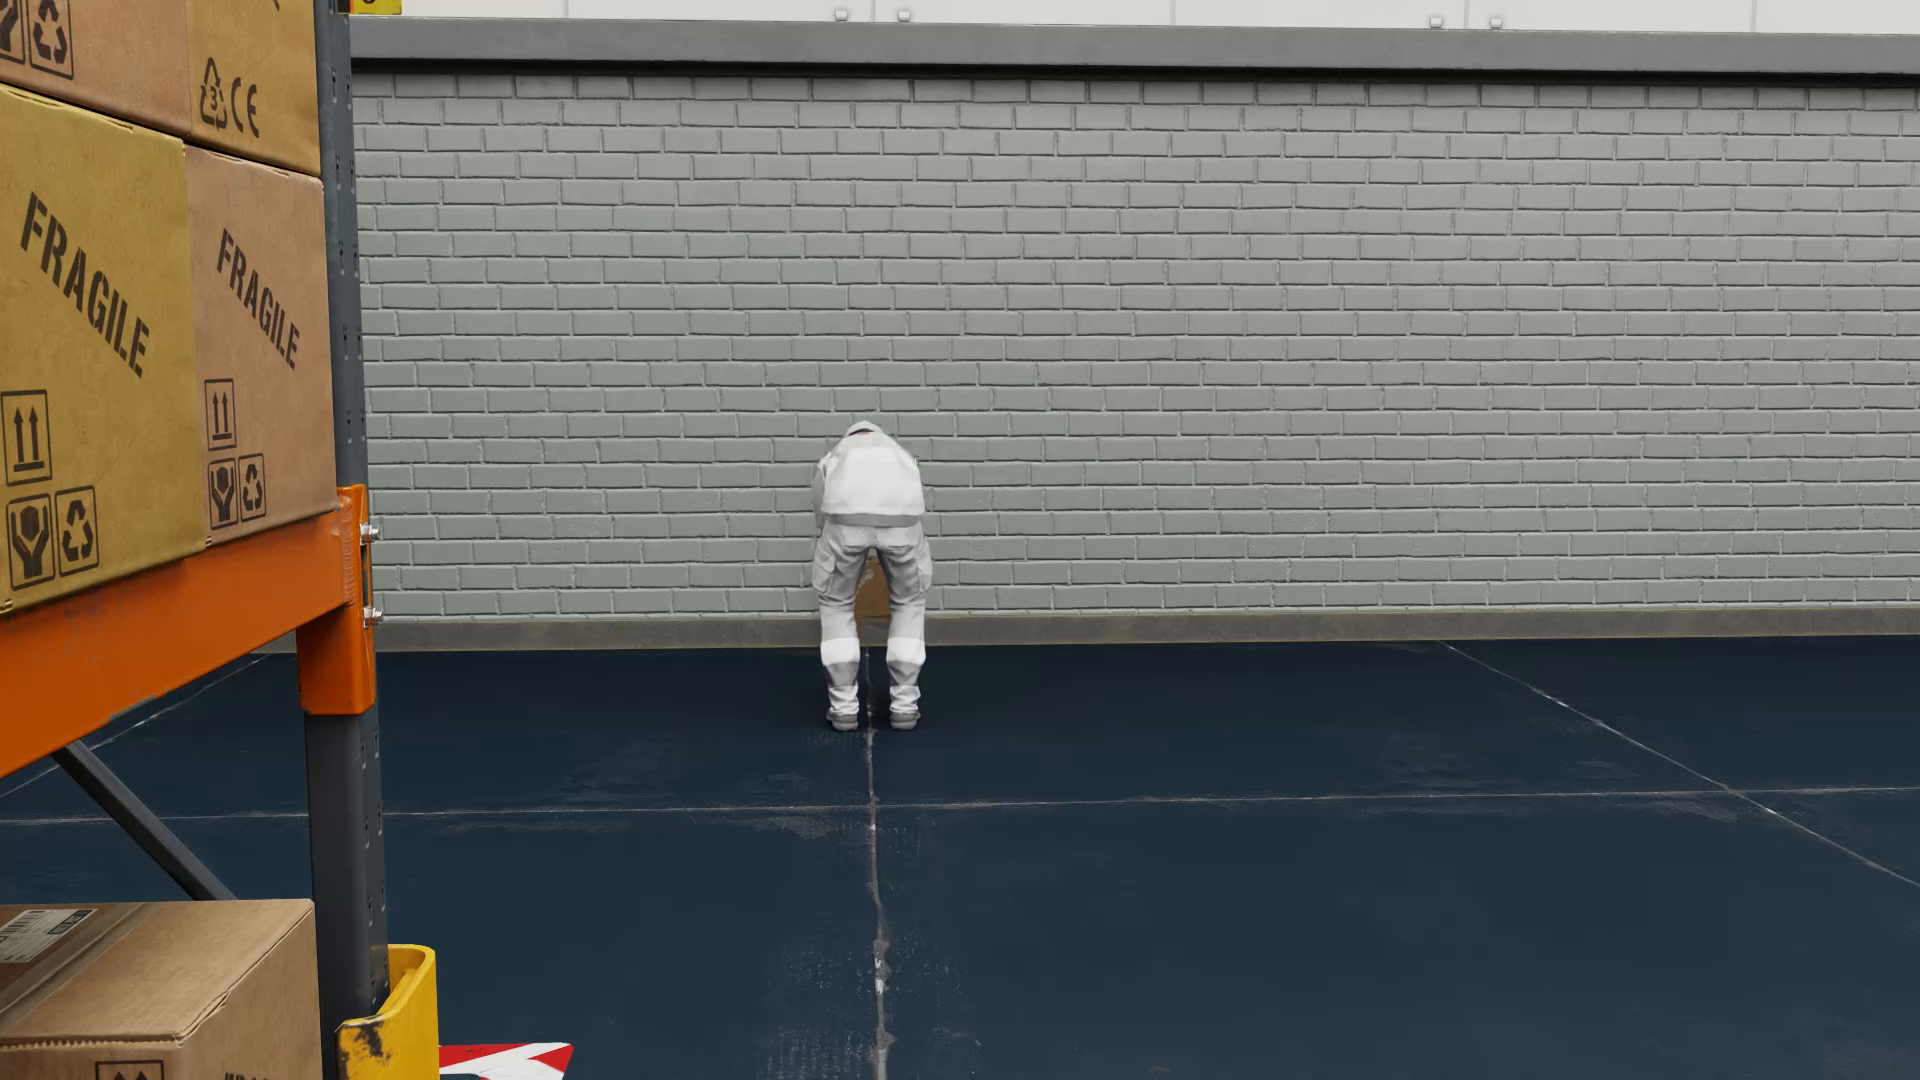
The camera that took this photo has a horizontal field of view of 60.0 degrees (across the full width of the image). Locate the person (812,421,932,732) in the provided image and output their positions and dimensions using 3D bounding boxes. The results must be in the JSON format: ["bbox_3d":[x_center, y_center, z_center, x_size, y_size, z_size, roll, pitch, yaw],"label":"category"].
[{"bbox_3d":[-0.378,0.125,6.988,0.494,1.218,0.949,-1,7,-5],"label":"person"}]
